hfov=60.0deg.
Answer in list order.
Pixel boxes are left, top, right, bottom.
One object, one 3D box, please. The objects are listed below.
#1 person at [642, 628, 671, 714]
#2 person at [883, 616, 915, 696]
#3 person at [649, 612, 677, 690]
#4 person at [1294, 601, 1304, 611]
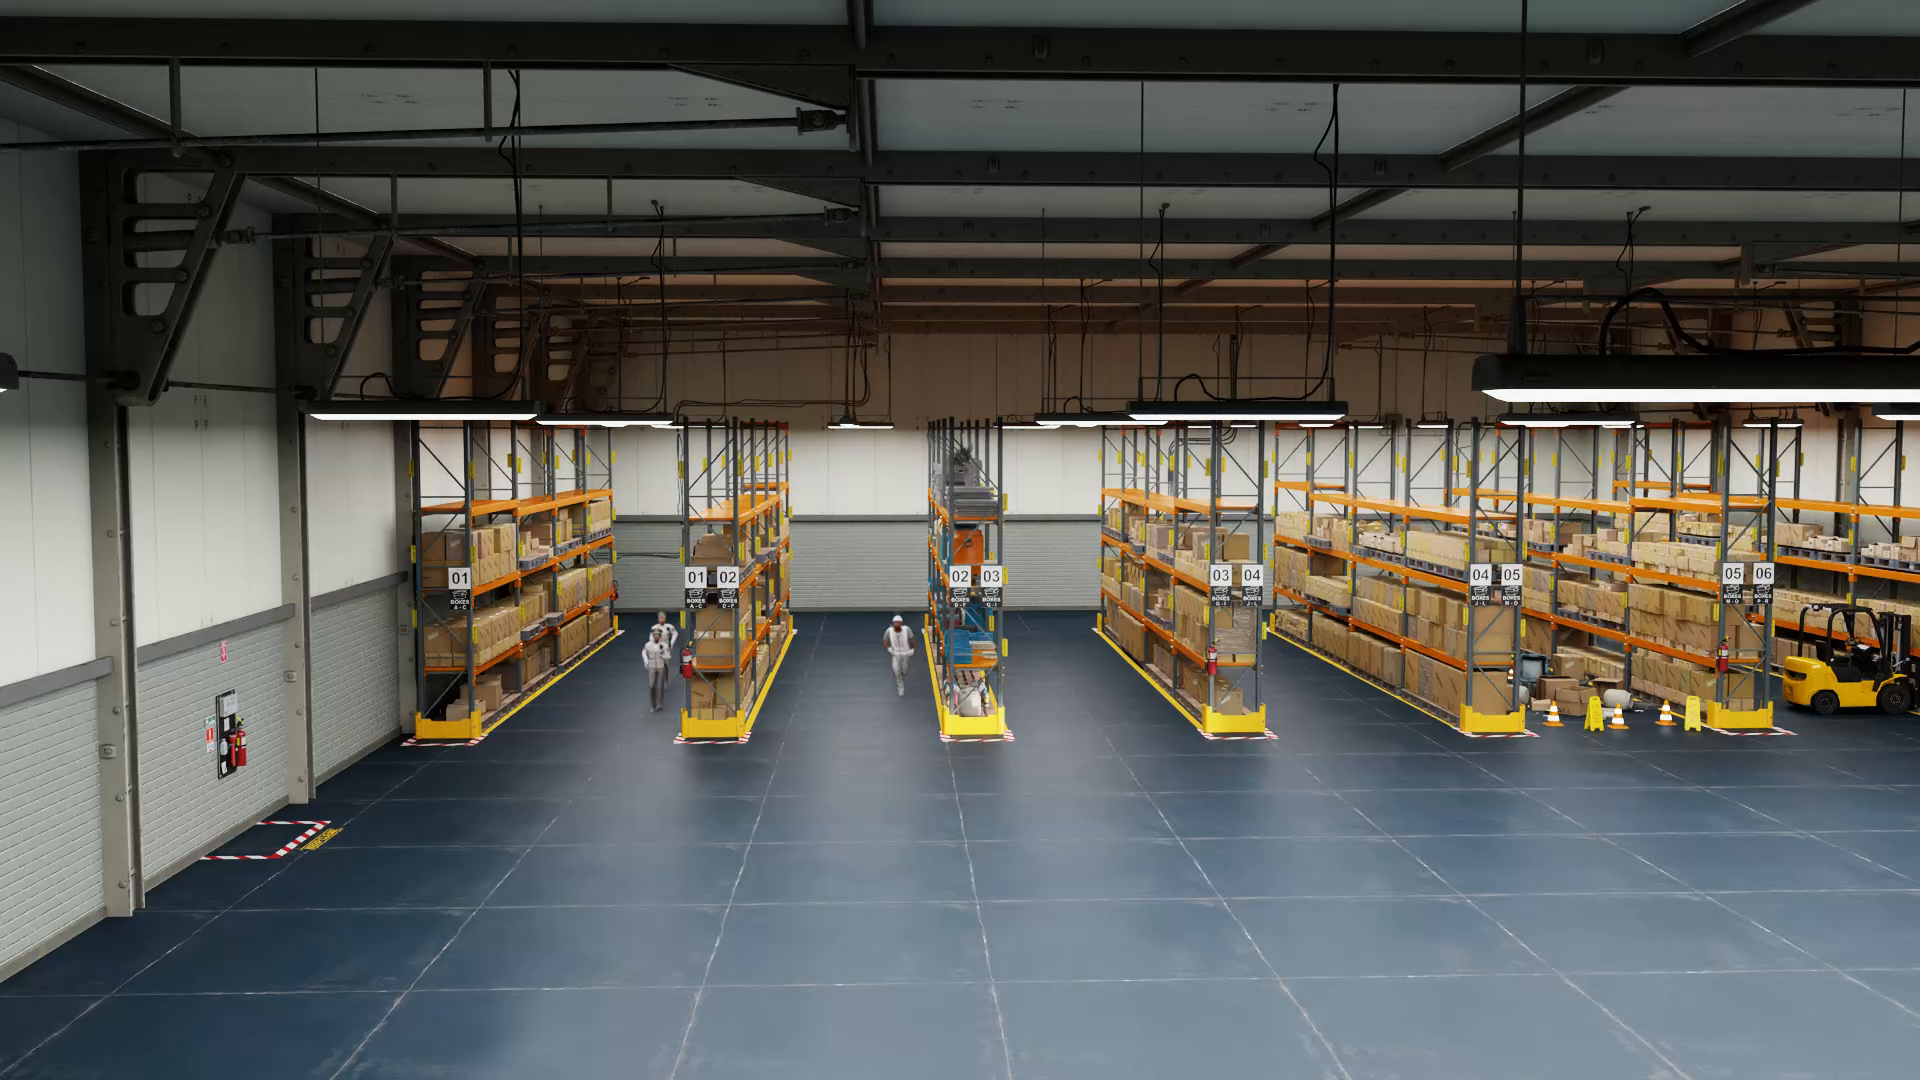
[{"bbox_3d":[-6.207,2.665,34.012,0.595,1.754,0.688,0,4,-6],"label":"person"},{"bbox_3d":[-1.341,2.505,36.368,0.709,1.747,0.763,0,4,-7],"label":"person"},{"bbox_3d":[-6.618,2.459,37.041,0.594,1.745,0.712,0,4,-2],"label":"person"},{"bbox_3d":[10.168,1.743,49.150,0.702,1.601,0.544,0,4,4],"label":"person"}]
